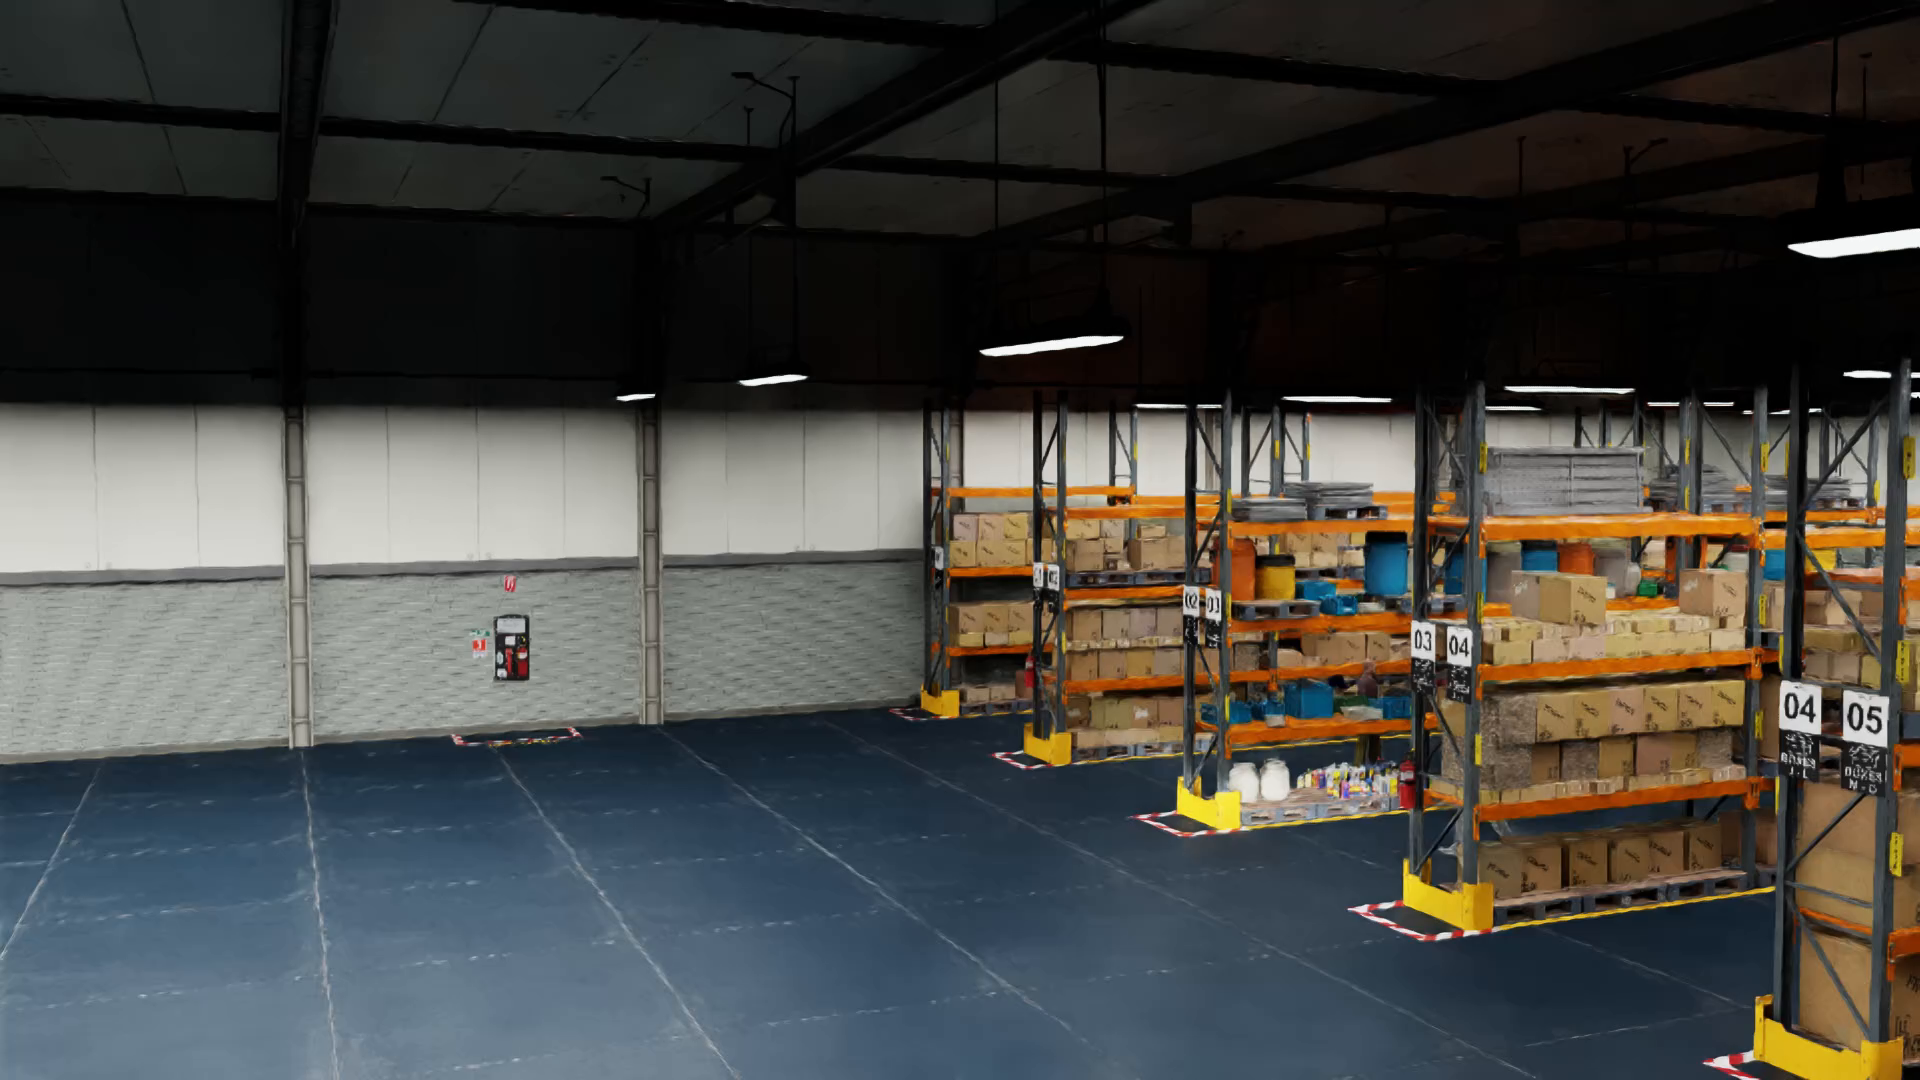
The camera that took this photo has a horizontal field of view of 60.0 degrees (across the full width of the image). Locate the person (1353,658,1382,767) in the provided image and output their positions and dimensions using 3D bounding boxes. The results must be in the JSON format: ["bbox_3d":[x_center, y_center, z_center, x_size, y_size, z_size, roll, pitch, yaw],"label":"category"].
[{"bbox_3d":[6.423,2.830,25.922,0.514,1.589,0.638,3,4,37],"label":"person"}]

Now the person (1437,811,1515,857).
[{"bbox_3d":[6.442,3.103,20.516,0.962,1.728,0.576,0,3,0],"label":"person"}]

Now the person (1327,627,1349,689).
[{"bbox_3d":[7.320,2.446,32.605,1.090,1.565,0.482,-2,4,-24],"label":"person"}]
